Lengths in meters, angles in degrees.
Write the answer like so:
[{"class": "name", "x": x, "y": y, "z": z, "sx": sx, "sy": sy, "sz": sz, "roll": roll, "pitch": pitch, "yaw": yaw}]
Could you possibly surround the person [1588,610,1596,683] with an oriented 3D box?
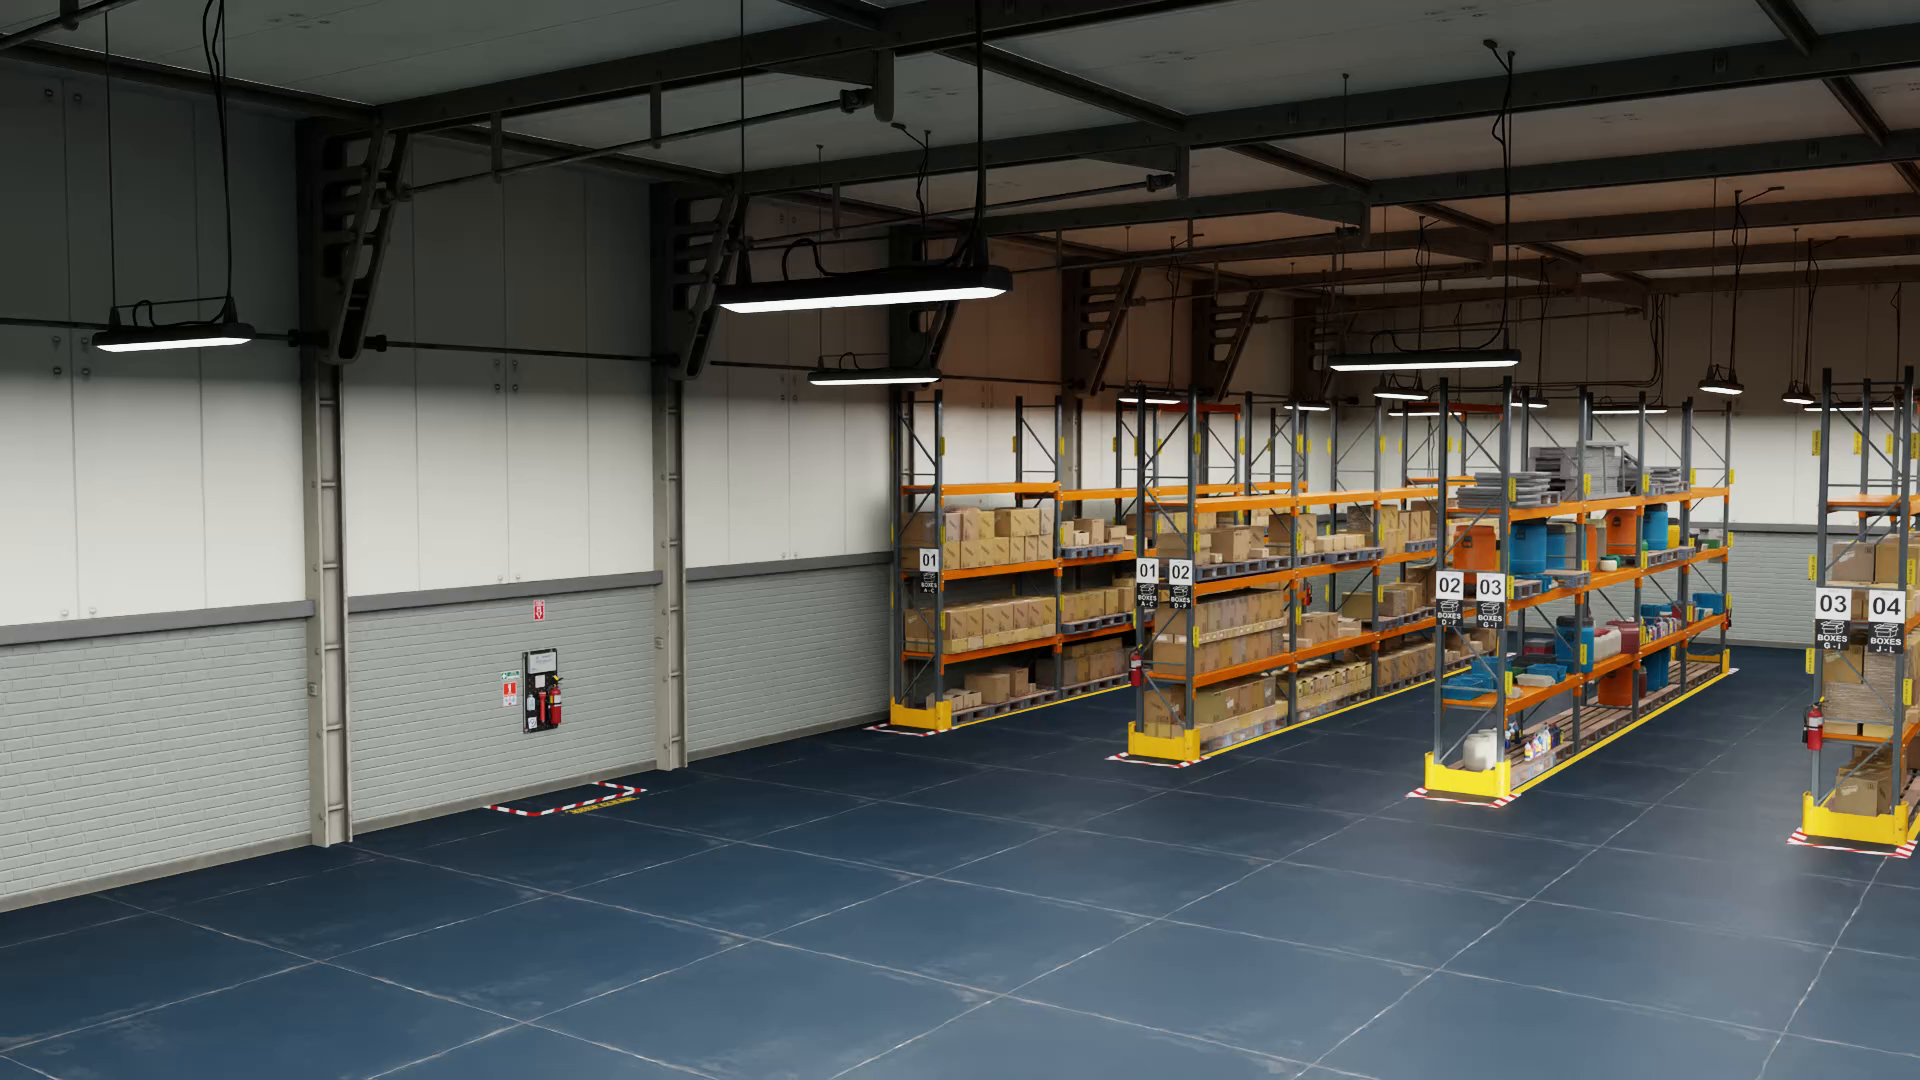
[{"class": "person", "x": 13.002, "y": 2.233, "z": 34.587, "sx": 0.467, "sy": 1.604, "sz": 1.064, "roll": 2, "pitch": 4, "yaw": 37}]
